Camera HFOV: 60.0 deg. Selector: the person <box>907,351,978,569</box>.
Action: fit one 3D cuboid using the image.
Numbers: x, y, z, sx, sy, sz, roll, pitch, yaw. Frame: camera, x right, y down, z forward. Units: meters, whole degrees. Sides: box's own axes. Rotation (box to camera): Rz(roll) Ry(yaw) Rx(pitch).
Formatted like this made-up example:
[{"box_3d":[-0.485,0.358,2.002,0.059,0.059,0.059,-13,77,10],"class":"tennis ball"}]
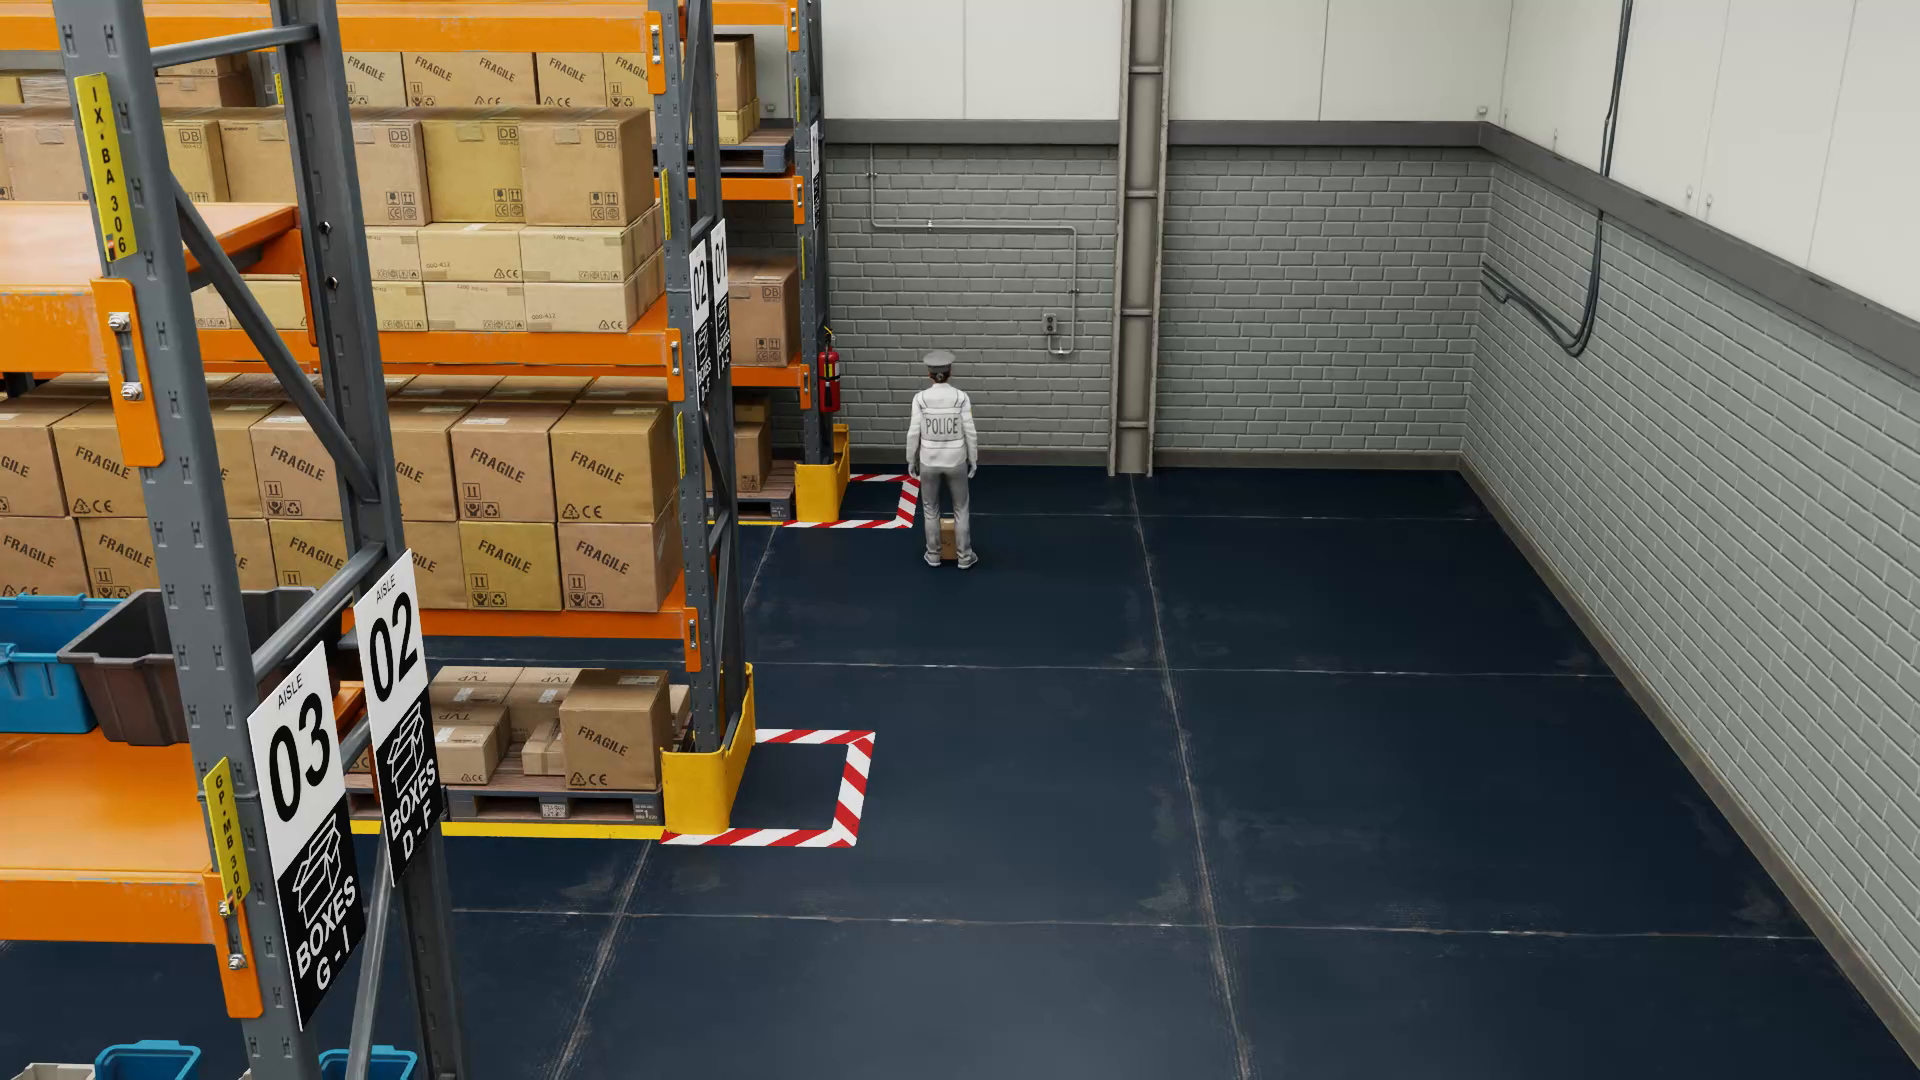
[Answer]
[{"box_3d":[-0.134,-0.590,12.618,0.542,1.665,0.406,0,21,0],"class":"person"}]
